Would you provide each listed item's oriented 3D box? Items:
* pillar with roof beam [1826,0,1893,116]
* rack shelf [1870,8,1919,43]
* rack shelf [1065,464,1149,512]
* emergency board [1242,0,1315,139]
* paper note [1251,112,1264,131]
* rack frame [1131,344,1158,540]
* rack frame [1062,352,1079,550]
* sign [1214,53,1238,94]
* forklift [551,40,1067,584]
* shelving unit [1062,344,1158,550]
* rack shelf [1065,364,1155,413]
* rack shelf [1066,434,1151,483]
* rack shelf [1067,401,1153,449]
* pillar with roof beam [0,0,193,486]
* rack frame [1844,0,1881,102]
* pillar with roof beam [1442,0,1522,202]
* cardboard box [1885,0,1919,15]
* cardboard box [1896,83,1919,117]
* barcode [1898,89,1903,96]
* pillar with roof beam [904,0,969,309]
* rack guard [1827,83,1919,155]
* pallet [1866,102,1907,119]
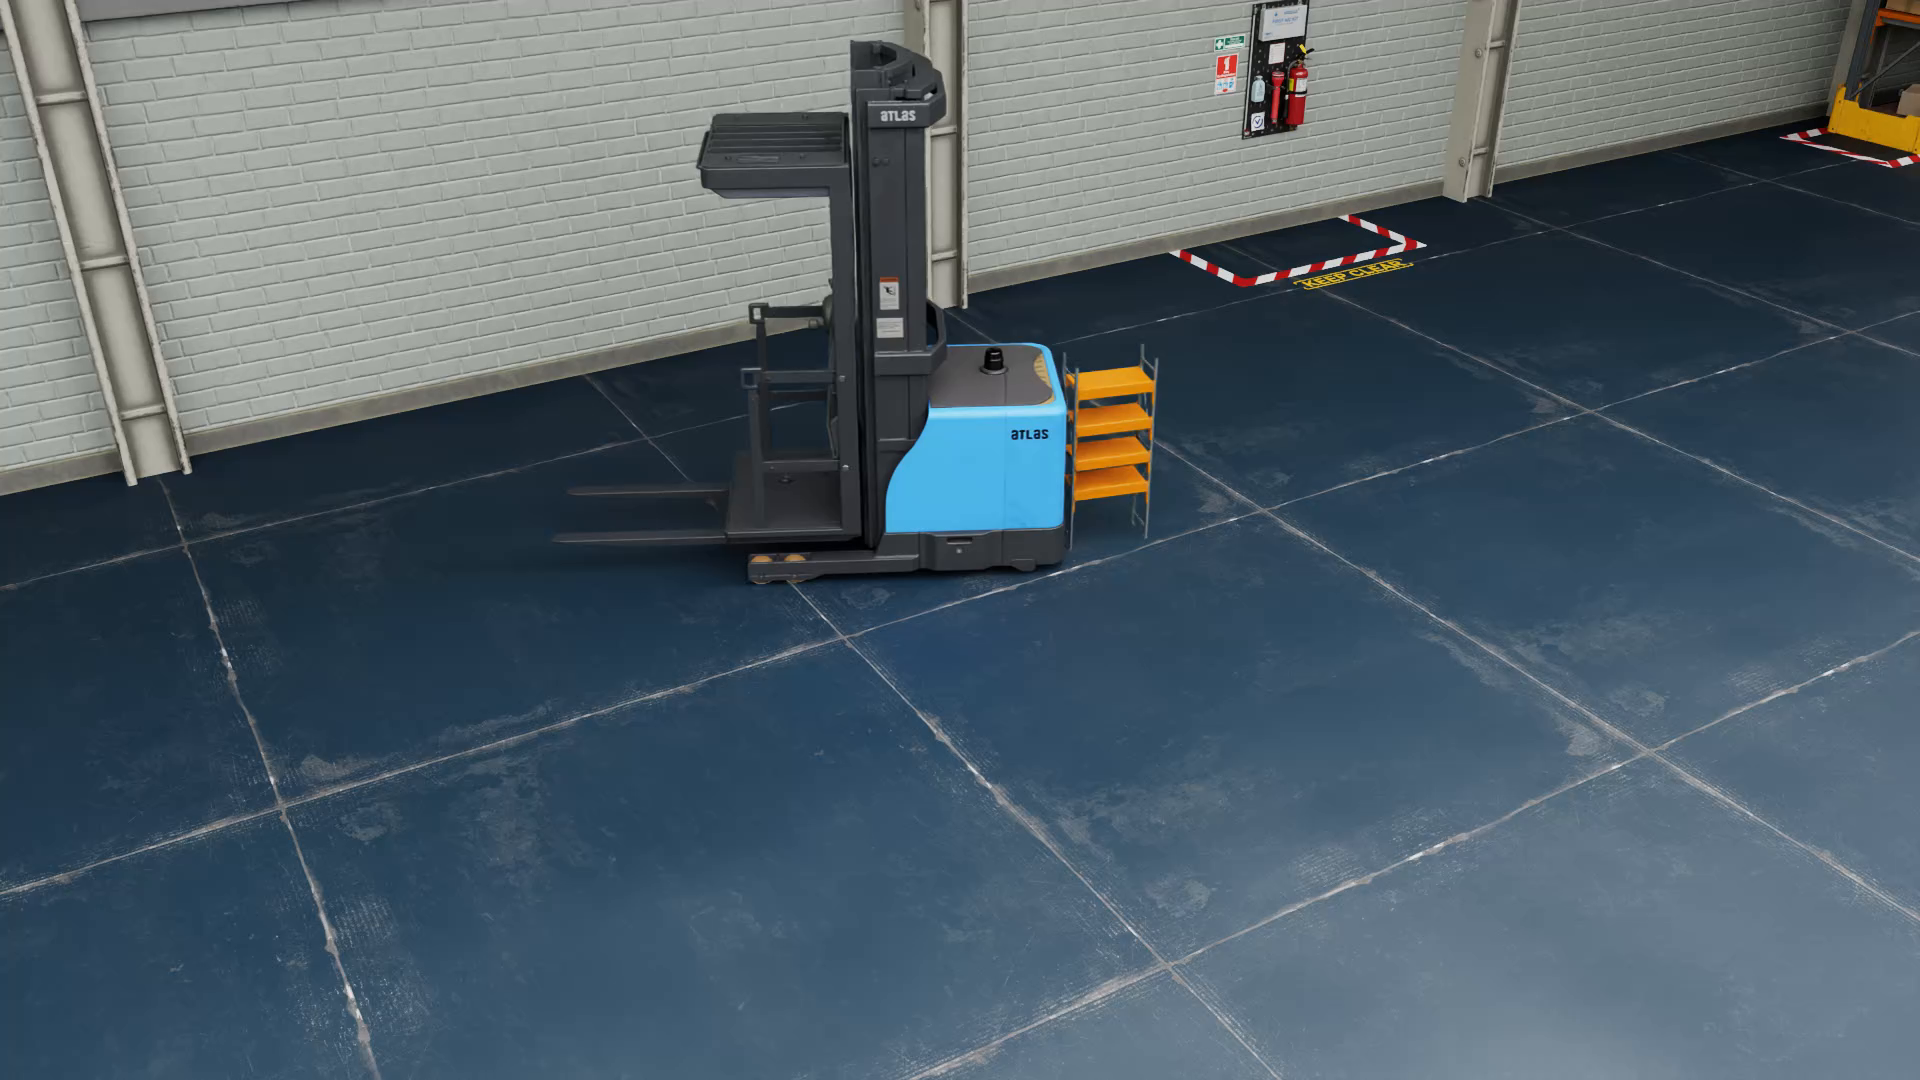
[{"bbox_3d":[12.347,-7.017,13.652,0.400,9.000,9.100,-16,33,-26],"label":"pillar with roof beam"},{"bbox_3d":[11.725,-5.827,18.449,4.000,0.370,1.077,-16,33,-26],"label":"rack shelf"},{"bbox_3d":[0.879,-0.320,10.138,0.480,0.148,0.258,-8,30,-14],"label":"rack shelf"},{"bbox_3d":[2.843,-4.126,14.623,0.643,1.169,0.194,-16,33,-26],"label":"emergency board"},{"bbox_3d":[2.655,-3.726,14.809,0.142,0.148,0.016,-16,33,-26],"label":"paper note"},{"bbox_3d":[1.114,-0.584,10.067,0.015,1.200,0.240,-8,30,-14],"label":"rack frame"},{"bbox_3d":[0.645,-0.520,9.951,0.015,1.200,0.240,-8,30,-14],"label":"rack frame"},{"bbox_3d":[2.314,-4.050,14.447,0.234,0.329,0.001,-16,33,-26],"label":"sign"},{"bbox_3d":[-0.915,-1.287,9.548,3.031,2.935,1.130,-2,29,-3],"label":"forklift"},{"bbox_3d":[0.879,-0.552,10.009,0.503,1.200,0.258,-8,30,-14],"label":"shelving unit"},{"bbox_3d":[0.879,-0.896,9.819,0.480,0.148,0.258,-8,30,-14],"label":"rack shelf"},{"bbox_3d":[0.879,-0.493,10.042,0.480,0.148,0.258,-8,30,-14],"label":"rack shelf"},{"bbox_3d":[0.879,-0.689,9.934,0.480,0.148,0.258,-8,30,-14],"label":"rack shelf"},{"bbox_3d":[-3.172,-2.611,5.668,0.400,9.000,9.100,-16,33,-26],"label":"pillar with roof beam"},{"bbox_3d":[10.000,-5.652,17.388,0.127,3.000,1.000,-16,33,-26],"label":"rack frame"},{"bbox_3d":[7.174,-5.549,10.991,0.400,9.000,9.100,-16,33,-26],"label":"pillar with roof beam"},{"bbox_3d":[10.305,-5.791,17.773,0.500,0.250,0.500,-15,32,-26],"label":"cardboard box"},{"bbox_3d":[10.642,-4.800,18.170,0.500,0.311,0.500,-20,35,-32],"label":"cardboard box"},{"bbox_3d":[10.455,-4.975,18.478,0.075,0.075,0.001,-16,33,-26],"label":"barcode"},{"bbox_3d":[2.001,-4.080,8.329,0.400,9.000,9.100,-16,33,-26],"label":"pillar with roof beam"},{"bbox_3d":[10.066,-4.577,18.025,0.348,0.500,1.175,-16,33,-26],"label":"rack guard"},{"bbox_3d":[10.784,-4.634,18.429,1.213,0.211,1.003,-16,33,-26],"label":"pallet"}]
